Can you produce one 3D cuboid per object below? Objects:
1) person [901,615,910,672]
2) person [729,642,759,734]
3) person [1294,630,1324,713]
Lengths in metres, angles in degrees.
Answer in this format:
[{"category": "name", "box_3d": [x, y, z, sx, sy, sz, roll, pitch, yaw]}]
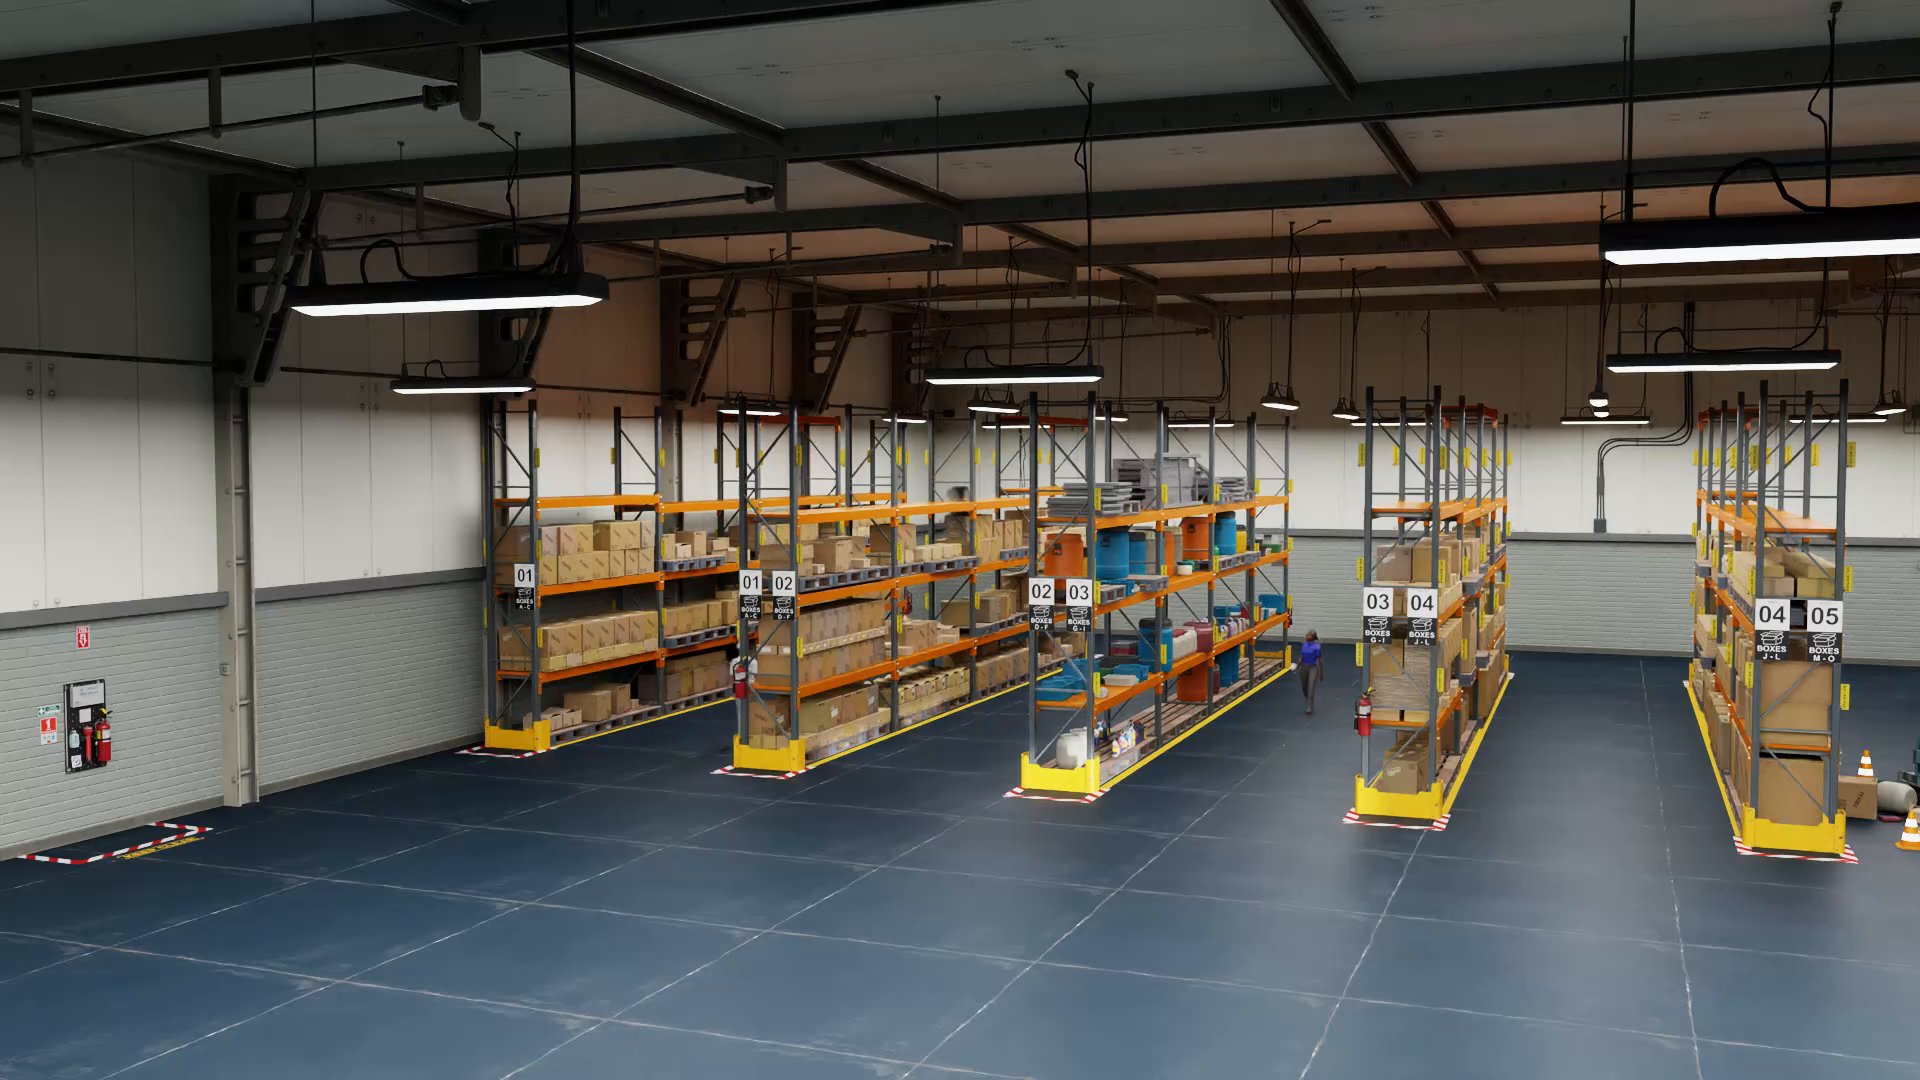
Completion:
[{"category": "person", "box_3d": [-1.216, 2.426, 36.122, 0.452, 1.588, 1.014, 1, 3, 26]}, {"category": "person", "box_3d": [-3.801, 2.700, 29.398, 0.561, 1.857, 0.547, -1, 3, -12]}, {"category": "person", "box_3d": [6.900, 2.578, 32.822, 0.602, 1.614, 0.926, 1, 3, 26]}]
